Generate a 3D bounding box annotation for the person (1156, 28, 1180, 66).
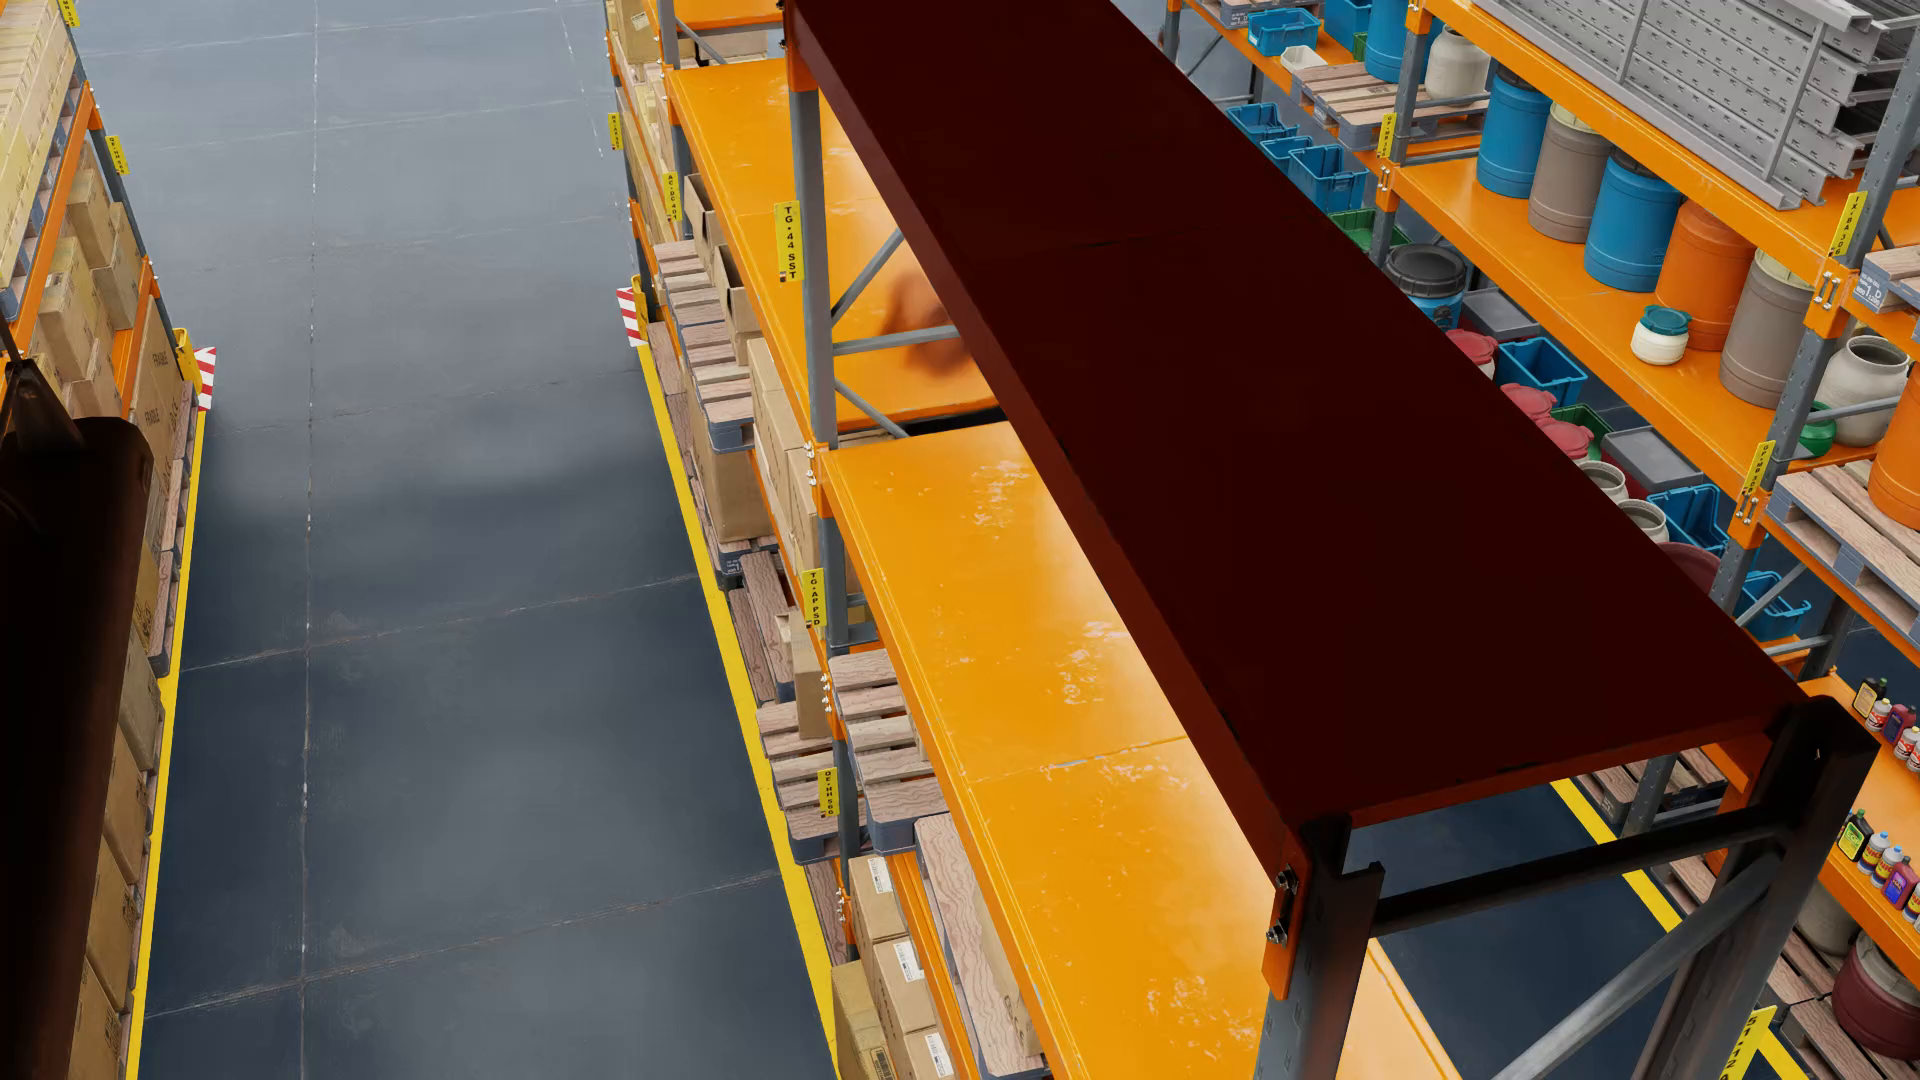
[{"bbox_3d":[2.102,-4.546,17.232,0.872,1.594,0.569,17,41,20],"label":"person"}]
